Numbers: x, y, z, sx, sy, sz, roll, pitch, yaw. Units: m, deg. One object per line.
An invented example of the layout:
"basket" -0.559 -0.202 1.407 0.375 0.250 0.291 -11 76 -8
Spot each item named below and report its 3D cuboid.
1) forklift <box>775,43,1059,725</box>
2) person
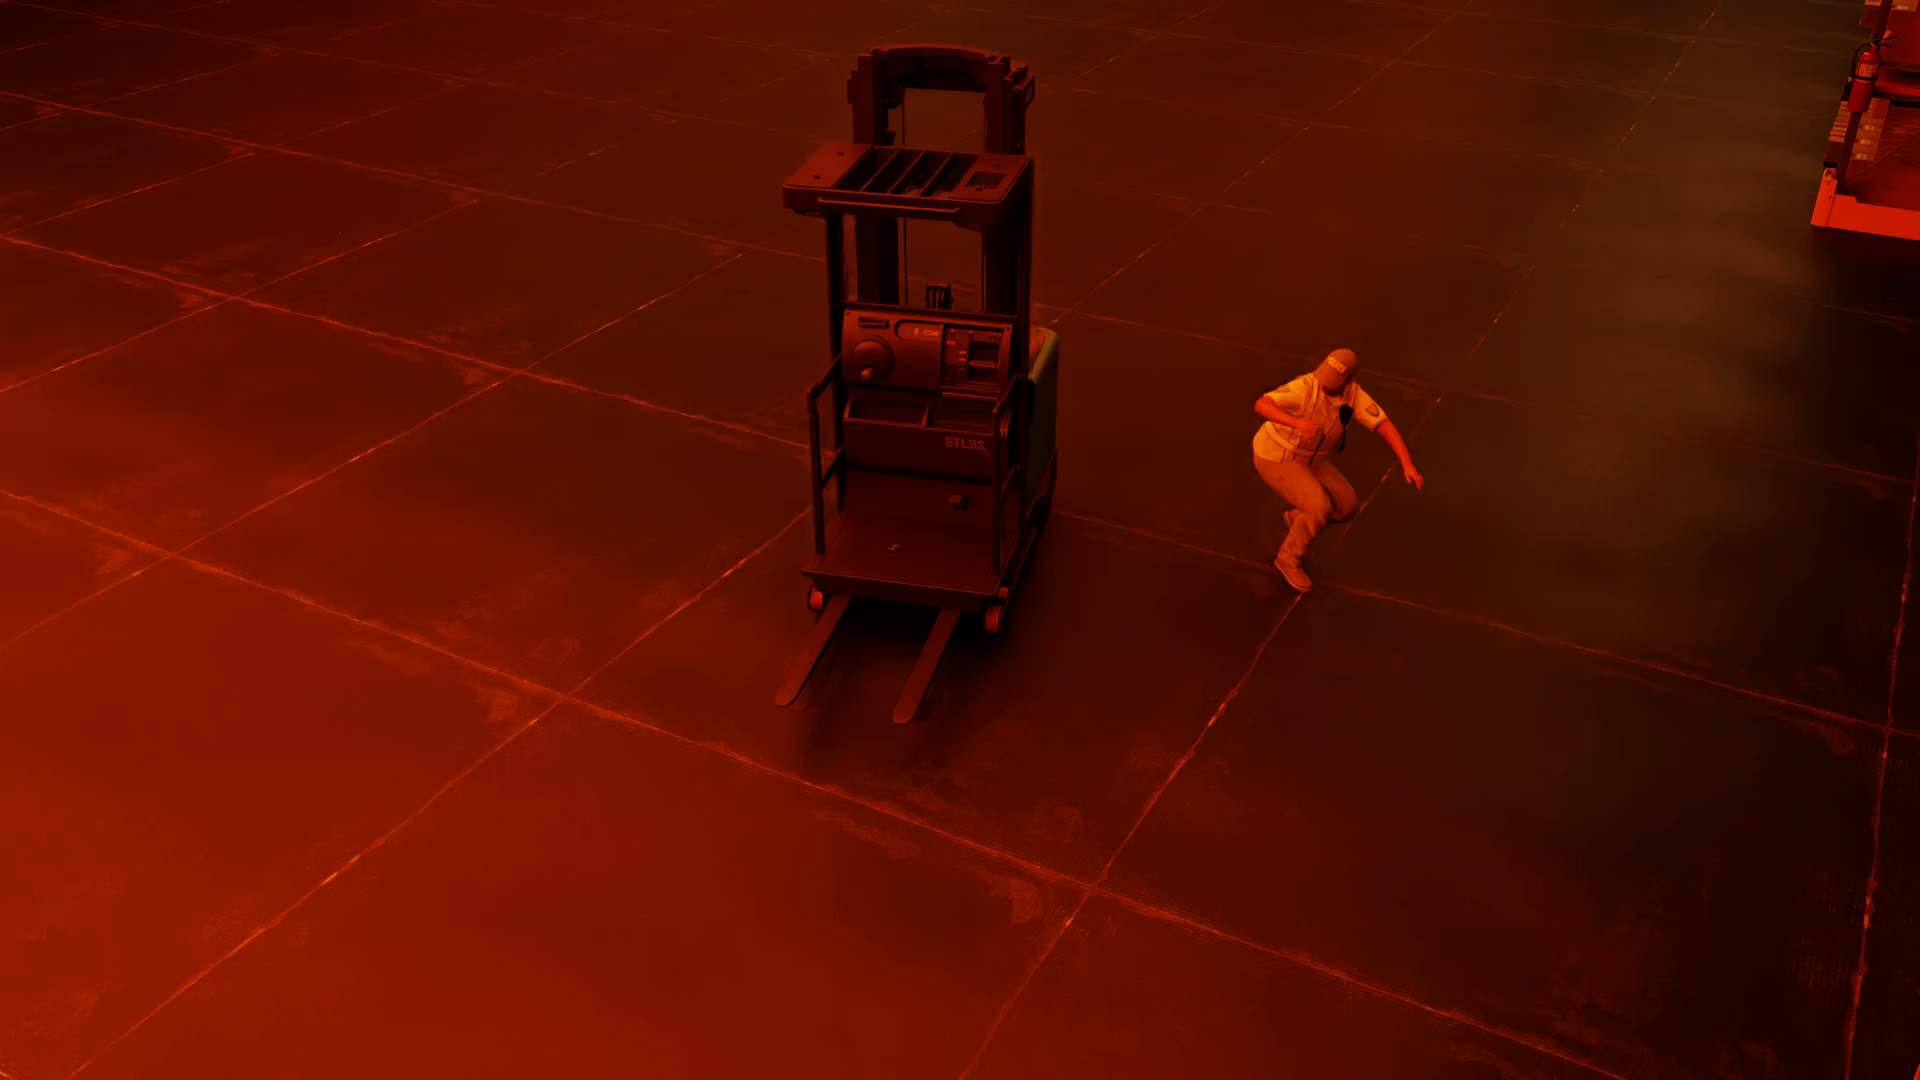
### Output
"forklift" -0.228 -0.964 8.741 1.130 2.935 3.031 7 31 12
"person" 2.045 -0.399 9.319 0.730 1.398 0.950 -18 35 -29
